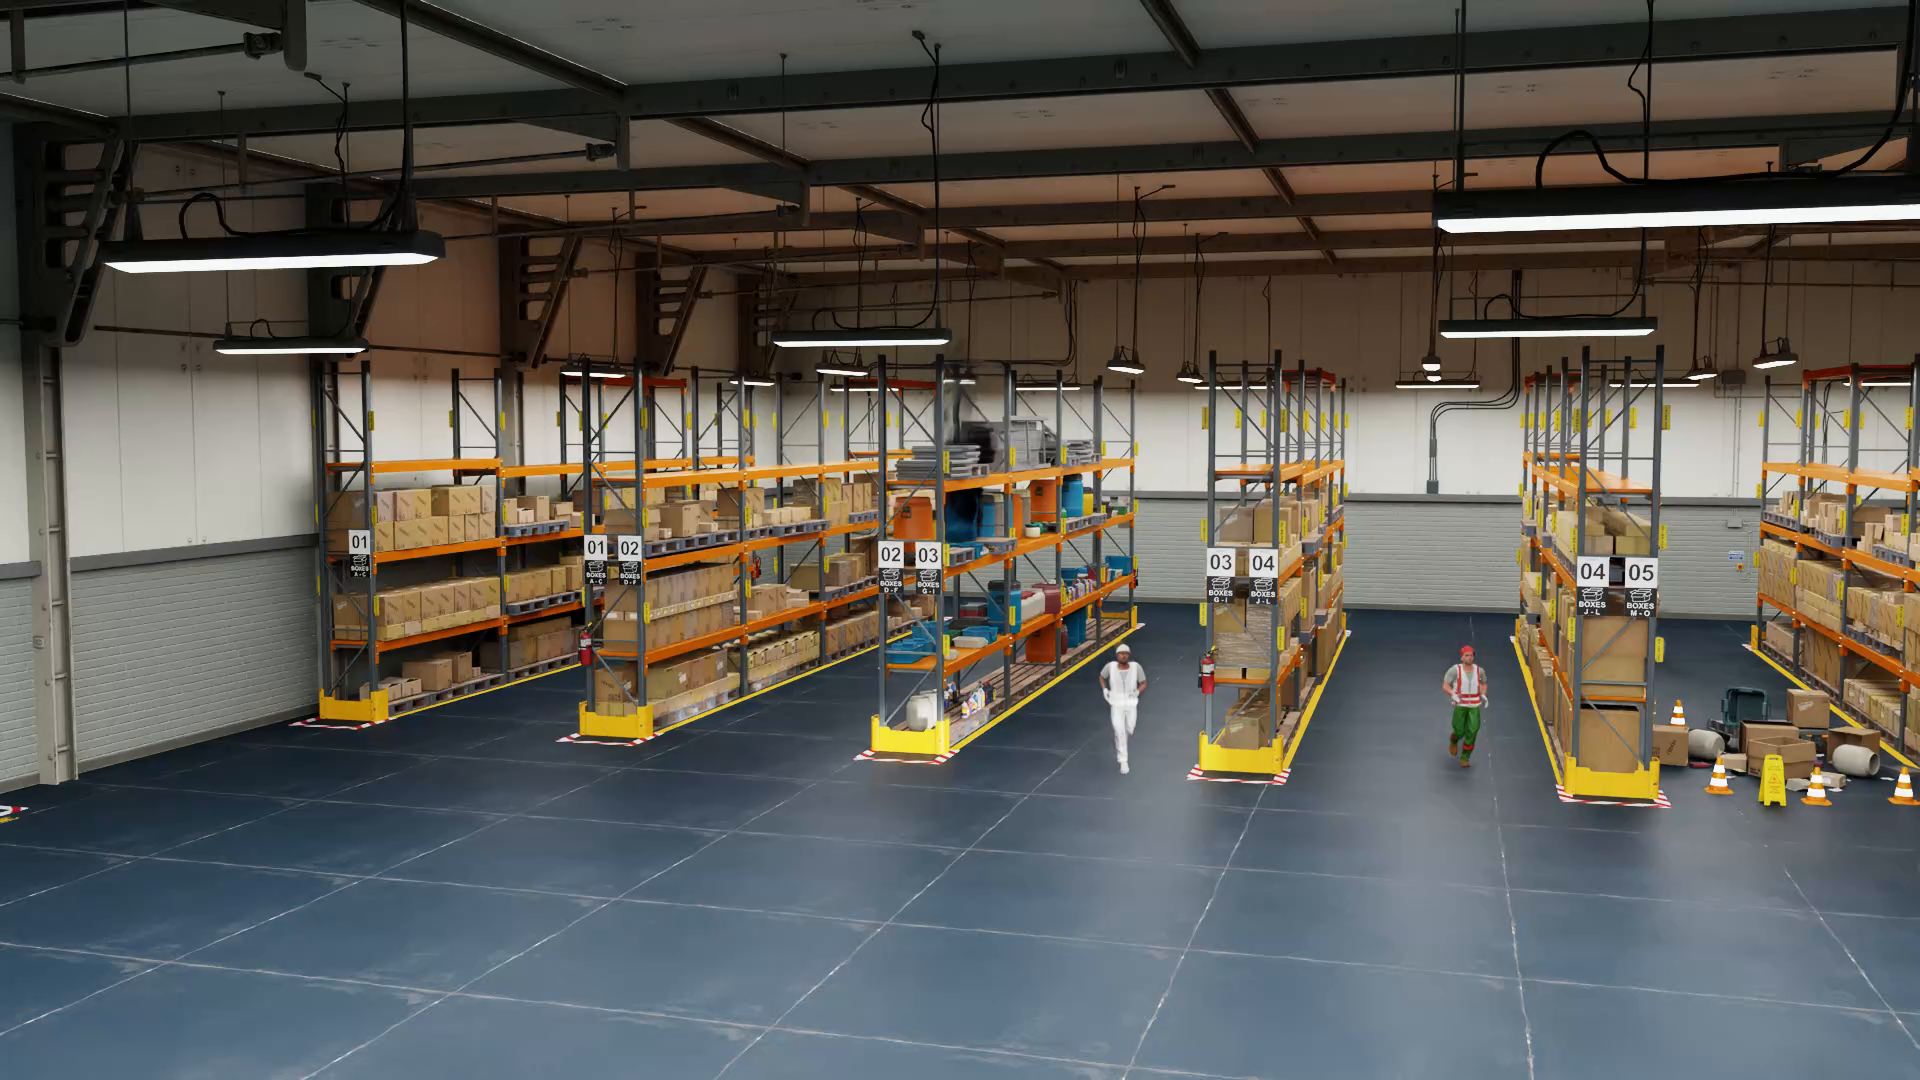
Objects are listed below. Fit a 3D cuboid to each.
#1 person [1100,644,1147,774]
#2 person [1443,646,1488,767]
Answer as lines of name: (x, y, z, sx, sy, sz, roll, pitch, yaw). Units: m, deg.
person: (2.388, 2.398, 24.149, 0.648, 1.784, 1.166, -1, 4, -7)
person: (7.348, 2.404, 24.181, 0.639, 1.743, 0.645, 0, 4, 1)
